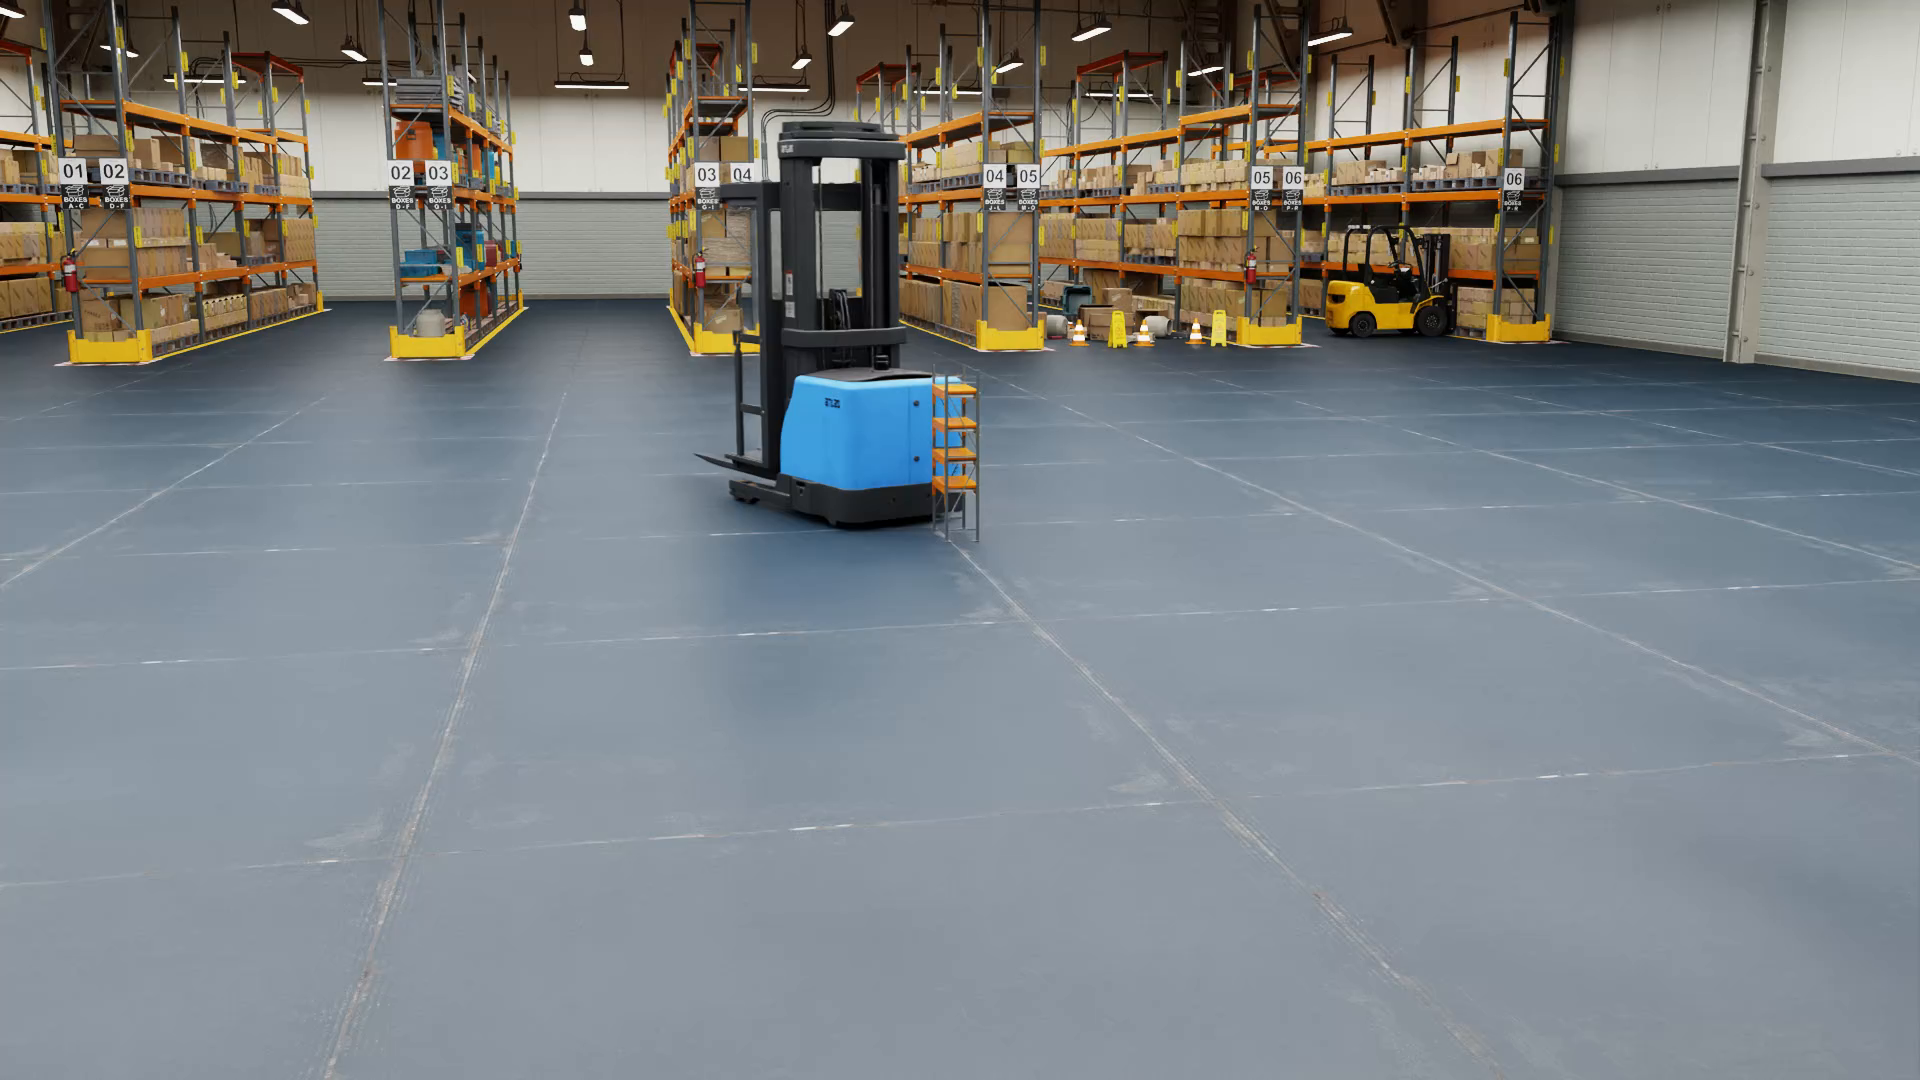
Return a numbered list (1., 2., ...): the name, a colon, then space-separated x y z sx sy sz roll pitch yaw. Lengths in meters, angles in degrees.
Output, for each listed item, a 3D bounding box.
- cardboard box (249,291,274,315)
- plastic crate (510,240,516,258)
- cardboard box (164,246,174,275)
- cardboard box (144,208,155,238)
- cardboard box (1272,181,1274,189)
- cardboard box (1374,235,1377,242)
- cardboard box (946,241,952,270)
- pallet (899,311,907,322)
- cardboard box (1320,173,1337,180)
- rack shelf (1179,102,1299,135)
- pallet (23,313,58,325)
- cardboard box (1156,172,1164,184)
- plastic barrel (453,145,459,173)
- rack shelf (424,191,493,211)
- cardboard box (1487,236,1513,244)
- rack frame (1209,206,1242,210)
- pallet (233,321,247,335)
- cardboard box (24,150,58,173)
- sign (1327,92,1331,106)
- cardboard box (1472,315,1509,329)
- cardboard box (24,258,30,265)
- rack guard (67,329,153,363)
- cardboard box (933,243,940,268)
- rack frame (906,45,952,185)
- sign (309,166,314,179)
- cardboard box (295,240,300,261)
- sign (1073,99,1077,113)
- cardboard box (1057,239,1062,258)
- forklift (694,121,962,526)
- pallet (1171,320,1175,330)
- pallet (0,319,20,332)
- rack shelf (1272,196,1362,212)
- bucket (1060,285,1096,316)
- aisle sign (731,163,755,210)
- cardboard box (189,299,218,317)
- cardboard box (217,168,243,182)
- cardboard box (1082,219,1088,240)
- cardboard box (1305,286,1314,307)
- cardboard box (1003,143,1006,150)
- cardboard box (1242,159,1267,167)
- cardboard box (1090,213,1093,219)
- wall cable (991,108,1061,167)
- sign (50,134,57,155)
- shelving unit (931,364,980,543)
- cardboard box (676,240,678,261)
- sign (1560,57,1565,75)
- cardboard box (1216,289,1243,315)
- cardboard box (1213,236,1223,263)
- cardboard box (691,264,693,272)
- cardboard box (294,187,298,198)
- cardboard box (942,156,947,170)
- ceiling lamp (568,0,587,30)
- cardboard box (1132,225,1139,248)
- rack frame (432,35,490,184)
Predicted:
1. cardboard box: -15.384 -5.200 36.504 0.500 0.500 0.500 -3 11 -13
2. plastic crate: -11.718 -7.473 42.684 0.616 0.435 0.499 -2 11 -11
3. cardboard box: -14.196 -4.880 29.047 0.700 0.500 0.500 -2 11 -10
4. cardboard box: -14.009 -5.338 27.984 0.700 0.500 0.500 -2 11 -11
5. cardboard box: 5.840 -6.555 30.763 0.380 0.149 0.250 -2 11 -13
6. cardboard box: 9.296 -6.612 36.409 0.380 0.149 0.250 -2 11 -12
7. cardboard box: 0.195 -5.629 32.846 0.875 0.550 0.550 -2 11 -11
8. pallet: -0.817 -5.129 38.082 1.003 0.211 1.213 -2 11 -11
9. cardboard box: 8.680 -8.530 39.006 0.380 0.149 0.250 -2 11 -9
10. rack shelf: 5.336 -8.046 31.836 1.077 0.370 4.000 -2 11 -11
11. pallet: -20.682 -4.879 36.765 1.003 0.211 1.213 -2 11 -11
12. cardboard box: 4.500 -7.715 35.466 0.500 0.250 0.500 -2 11 -10
13. plastic barrel: -10.198 -7.325 32.799 0.600 0.901 0.708 -2 11 -11
14. rack shelf: -10.021 -6.767 33.131 1.077 0.370 4.000 -2 11 -11
15. cardboard box: 10.251 -5.690 31.565 0.380 0.149 0.250 -2 11 -10
16. rack frame: 7.481 -8.203 46.772 1.000 3.000 0.127 -2 11 -11
17. pallet: -15.148 -4.312 33.789 1.003 0.211 1.213 -2 11 -11
18. cardboard box: -20.770 -8.552 37.588 0.500 0.500 0.500 -2 11 -12
19. sign: 8.507 -10.159 38.294 0.100 0.325 0.005 -2 11 -11
20. cardboard box: 10.192 -4.199 31.964 0.500 0.250 0.500 -2 11 -11
21. cardboard box: -20.393 -6.034 35.994 0.380 0.149 0.250 -2 11 -11
22. rack guard: -13.709 -3.135 26.830 1.175 0.500 0.348 -2 11 -11
23. cardboard box: -0.253 -5.757 33.656 0.500 0.500 0.500 -2 11 -11
24. rack frame: -0.667 -9.303 36.507 1.000 3.000 0.127 -2 11 -11
25. sign: -16.277 -9.227 41.761 0.100 0.325 0.005 -2 11 -11
26. cardboard box: -16.077 -6.906 39.692 0.500 0.500 0.500 -2 11 -11
27. sign: 2.842 -10.756 41.220 0.100 0.325 0.005 -2 11 -11
28. cardboard box: 2.832 -7.599 43.331 0.500 0.500 0.500 -2 11 -12
29. forklift: -1.198 -1.773 13.173 1.130 2.935 3.031 -7 13 -33
30. pallet: 4.794 -4.594 35.267 1.003 0.211 1.213 -2 11 -11
31. pallet: -20.207 -4.431 34.413 1.003 0.211 1.213 -2 11 -11
32. rack shelf: 8.648 -8.223 40.777 1.077 0.370 4.000 -2 11 -11
33. bucket: 2.399 -4.820 33.687 0.726 0.611 0.620 2 1 9
34. aisle sign: -3.689 -6.004 28.263 0.394 0.787 0.004 -2 11 -11
35. cardboard box: -14.420 -4.409 31.569 0.500 0.311 0.500 -2 11 -12
36. cardboard box: -15.387 -7.436 34.453 0.910 0.500 0.500 -2 11 -11
37. cardboard box: 3.321 -7.645 40.899 0.500 0.500 0.500 -2 11 -11
38. cardboard box: 8.657 -5.876 40.108 0.500 0.500 0.500 -2 11 -12
39. cardboard box: 0.990 -7.098 30.093 0.380 0.149 0.250 -2 11 -10
40. cardboard box: 5.370 -6.880 30.340 0.380 0.149 0.250 -2 11 -10
41. cardboard box: 3.519 -8.261 42.400 0.380 0.149 0.250 -2 11 -10
42. wall cable: 1.969 -12.029 50.828 2.355 3.000 0.029 -2 11 -11
43. sign: -14.249 -6.220 26.174 0.100 0.325 0.005 -2 11 -11
44. shelving unit: -0.032 -0.620 11.744 0.258 1.200 0.503 -2 11 -11
45. cardboard box: -6.485 -6.883 39.572 0.500 0.500 0.500 -2 11 -11
46. sign: 11.139 -8.771 30.791 0.100 0.325 0.005 -2 11 -11
47. cardboard box: 5.209 -4.544 31.774 0.500 0.500 0.500 -2 11 -9
48. cardboard box: 5.162 -5.556 31.802 0.500 0.500 0.500 -2 11 -11
49. cardboard box: -4.849 -5.103 31.155 0.380 0.149 0.250 -2 11 -11
50. cardboard box: -16.189 -8.341 39.878 0.500 0.250 0.500 -2 11 -11
51. cardboard box: -0.068 -7.324 32.346 0.500 0.250 0.500 -2 11 -11
52. ceiling lamp: -6.861 -11.172 30.715 0.800 3.185 2.000 -2 11 -11
53. cardboard box: 4.138 -6.770 37.056 0.500 0.500 0.500 -2 11 -8
54. rack frame: -10.410 -8.961 34.710 1.000 3.000 0.127 -2 11 -11
